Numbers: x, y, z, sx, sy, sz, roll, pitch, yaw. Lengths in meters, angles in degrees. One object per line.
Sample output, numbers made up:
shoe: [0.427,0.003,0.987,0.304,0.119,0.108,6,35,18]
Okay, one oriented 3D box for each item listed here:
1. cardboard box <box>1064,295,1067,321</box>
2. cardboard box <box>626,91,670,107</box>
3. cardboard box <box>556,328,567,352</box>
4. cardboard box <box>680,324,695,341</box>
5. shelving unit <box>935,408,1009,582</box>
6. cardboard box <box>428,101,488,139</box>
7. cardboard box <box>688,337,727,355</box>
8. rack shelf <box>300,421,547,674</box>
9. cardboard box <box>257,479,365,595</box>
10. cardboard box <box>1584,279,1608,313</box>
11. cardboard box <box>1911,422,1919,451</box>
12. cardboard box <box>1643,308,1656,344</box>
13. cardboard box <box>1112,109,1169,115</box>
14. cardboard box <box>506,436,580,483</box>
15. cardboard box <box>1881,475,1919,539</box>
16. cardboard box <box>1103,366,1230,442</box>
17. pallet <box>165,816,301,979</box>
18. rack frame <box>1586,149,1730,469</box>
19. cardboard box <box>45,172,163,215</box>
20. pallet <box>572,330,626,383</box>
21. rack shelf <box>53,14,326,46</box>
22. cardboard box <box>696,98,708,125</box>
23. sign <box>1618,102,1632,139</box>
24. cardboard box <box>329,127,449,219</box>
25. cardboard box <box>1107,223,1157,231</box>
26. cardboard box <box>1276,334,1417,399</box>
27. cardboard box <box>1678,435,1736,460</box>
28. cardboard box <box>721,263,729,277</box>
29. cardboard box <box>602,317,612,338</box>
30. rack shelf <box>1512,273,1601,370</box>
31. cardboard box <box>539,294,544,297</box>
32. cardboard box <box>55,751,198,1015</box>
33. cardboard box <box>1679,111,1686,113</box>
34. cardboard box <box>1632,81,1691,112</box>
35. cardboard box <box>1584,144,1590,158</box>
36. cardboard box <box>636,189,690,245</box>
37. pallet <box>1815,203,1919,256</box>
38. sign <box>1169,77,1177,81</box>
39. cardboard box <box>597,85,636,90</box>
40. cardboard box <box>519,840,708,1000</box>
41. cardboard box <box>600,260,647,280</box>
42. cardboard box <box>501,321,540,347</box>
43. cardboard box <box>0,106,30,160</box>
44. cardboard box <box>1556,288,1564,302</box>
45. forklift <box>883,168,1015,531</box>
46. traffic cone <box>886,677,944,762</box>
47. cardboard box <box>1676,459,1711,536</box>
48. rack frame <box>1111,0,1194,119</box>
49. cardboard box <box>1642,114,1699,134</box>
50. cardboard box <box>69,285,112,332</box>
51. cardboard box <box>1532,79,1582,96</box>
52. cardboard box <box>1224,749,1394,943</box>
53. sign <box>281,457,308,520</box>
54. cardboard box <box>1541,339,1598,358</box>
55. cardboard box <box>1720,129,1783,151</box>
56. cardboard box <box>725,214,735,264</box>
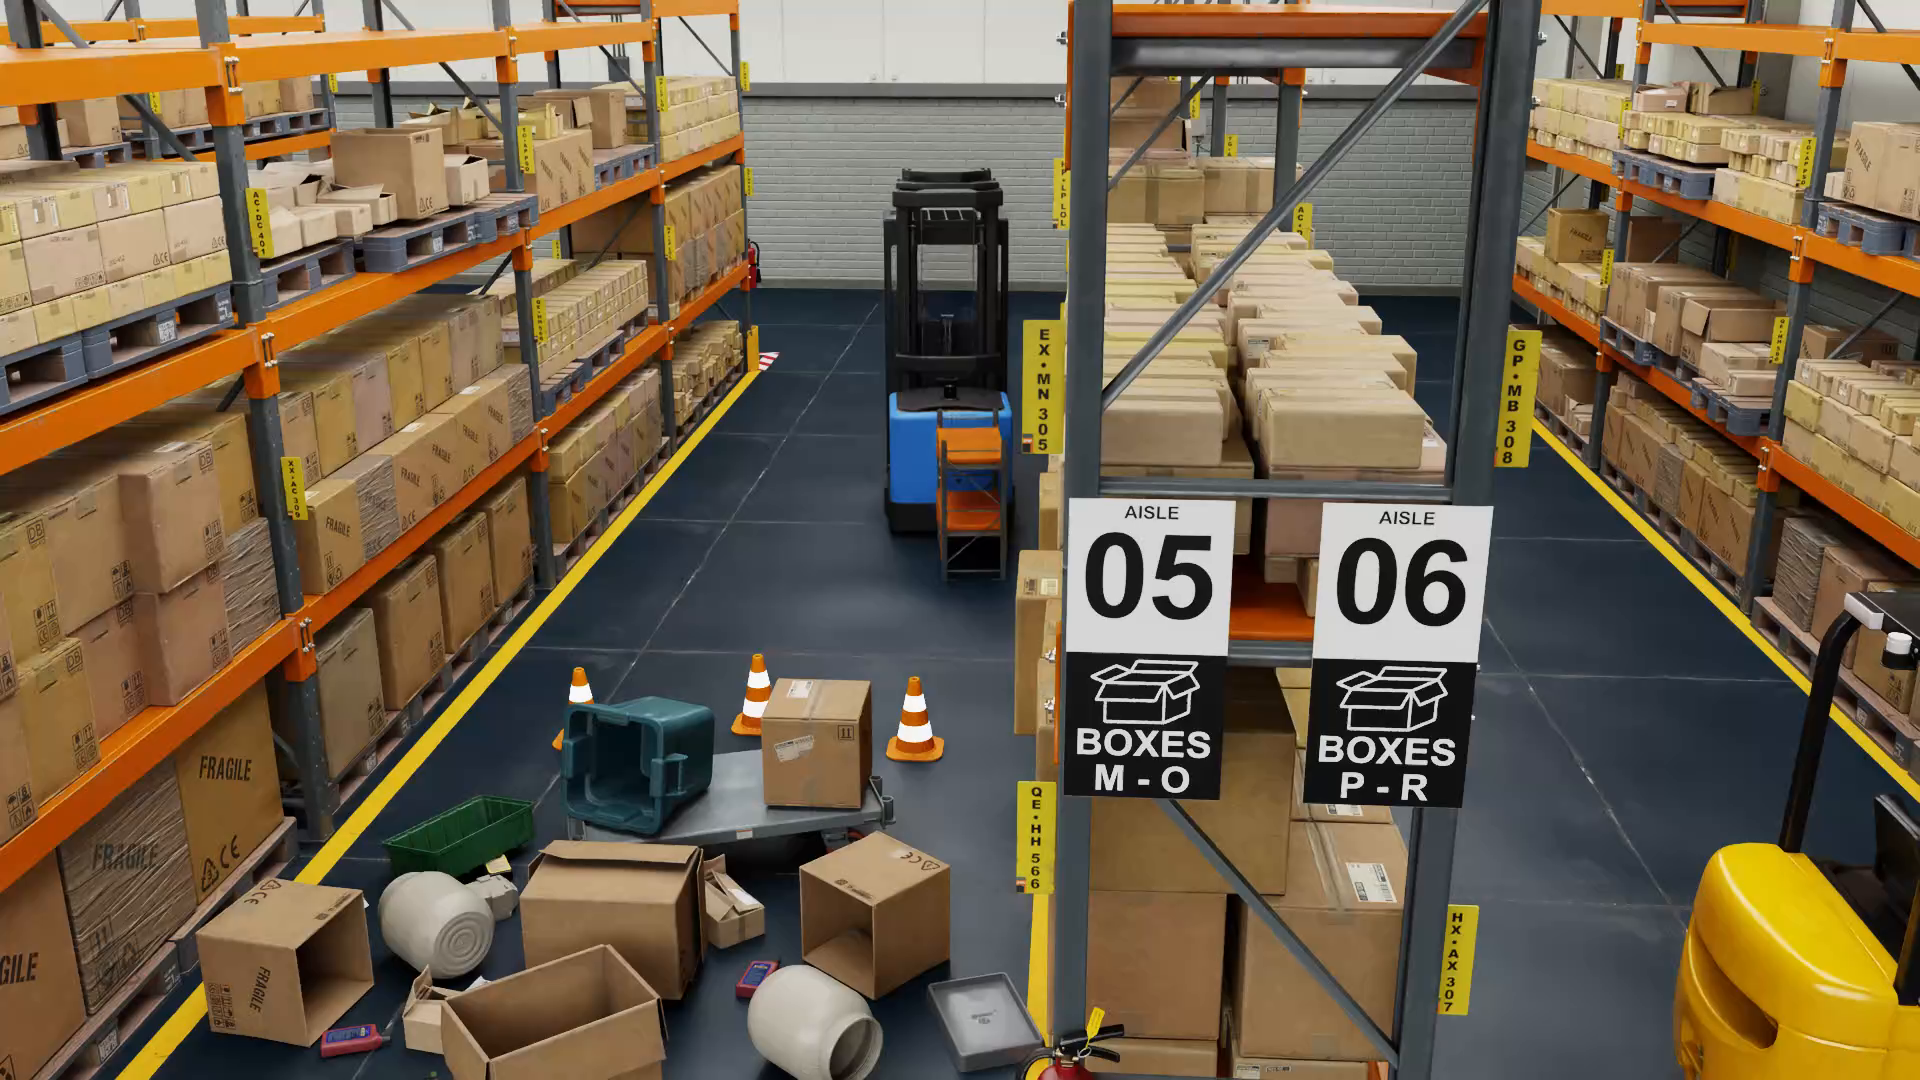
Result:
cardboard box: [0.657,-0.791,6.467,0.500,0.250,0.500,1,18,4]
cardboard box: [-3.018,-4.256,16.074,0.380,0.149,0.250,1,18,2]
cardboard box: [-3.351,-1.598,13.233,0.380,0.149,0.250,1,18,2]
cardboard box: [-3.322,-2.432,19.477,0.380,0.149,0.250,2,18,5]
shelving unit: [0.085,-0.377,13.267,0.538,1.125,1.048,-1,18,-2]
cardboard box: [-3.828,-3.191,12.638,0.396,0.266,0.258,1,18,4]
cardboard box: [-2.844,-2.182,18.713,0.380,0.149,0.250,2,18,6]
rack shelf: [-3.763,-0.100,10.567,1.077,0.370,4.000,1,18,4]
cardboard box: [-3.600,-0.026,9.024,0.500,0.500,0.500,1,18,5]
cardboard box: [6.356,-2.351,16.043,0.500,0.250,0.500,2,18,5]
cardboard box: [5.796,-0.581,9.676,0.380,0.149,0.250,1,18,2]
cardboard box: [6.081,-1.830,14.231,0.396,0.266,0.258,2,18,7]
cardboard box: [1.206,-2.969,12.513,0.700,0.500,0.500,0,18,1]
cardboard box: [-3.329,-0.640,13.195,0.500,0.250,0.500,0,18,1]
cardboard box: [5.891,-0.194,9.938,0.500,0.250,0.500,2,18,6]
cardboard box: [0.538,-0.376,4.557,0.380,0.149,0.250,2,18,5]
pallet: [-4.039,1.738,8.279,1.003,0.211,1.213,1,18,4]
rack frame: [6.563,-2.117,15.566,1.000,3.000,0.127,1,18,4]
cardboard box: [-3.651,-1.476,7.081,0.380,0.149,0.250,1,18,4]
pallet: [-3.518,-1.588,14.260,1.003,0.211,1.213,1,18,4]
rack shelf: [-8.129,-5.388,17.712,1.077,0.370,4.000,1,18,4]
cardboard box: [-2.948,-4.517,17.511,0.500,0.250,0.500,0,18,2]
sign: [6.021,-3.798,15.049,0.100,0.325,0.005,1,18,4]
cardboard box: [-3.465,-2.237,10.121,0.500,0.500,0.500,1,18,4]
cardboard box: [0.690,-1.336,7.490,0.380,0.149,0.250,1,18,3]
cardboard box: [1.154,-0.522,5.003,0.380,0.149,0.250,1,18,4]
cardboard box: [6.182,-0.765,13.738,0.380,0.149,0.250,0,18,1]
cardboard box: [-2.841,-3.087,18.929,0.380,0.149,0.250,2,18,5]
cardboard box: [-3.254,-1.853,14.491,0.380,0.149,0.250,2,18,6]
rack shelf: [6.706,-2.396,17.574,1.077,0.370,4.000,1,18,4]
cardboard box: [-3.890,-2.090,14.735,0.380,0.149,0.250,2,18,6]
cardboard box: [-4.082,1.463,7.379,0.875,0.875,0.875,1,18,4]
cardboard box: [6.882,-3.997,15.448,0.500,0.250,0.500,1,18,3]
cardboard box: [6.193,-3.923,14.685,0.396,0.266,0.258,1,18,3]
cardboard box: [6.413,-3.859,16.469,0.380,0.149,0.250,2,18,6]
cardboard box: [-3.035,-3.266,16.828,0.500,0.500,0.500,1,18,2]
pallet: [6.317,-1.998,10.688,1.213,0.211,1.003,2,18,6]
sign: [2.439,-5.261,19.050,0.100,0.325,0.005,1,18,4]
cardboard box: [-3.516,-4.592,17.102,0.380,0.149,0.250,1,18,4]
cardboard box: [-1.589,1.729,7.619,0.797,0.637,0.503,1,18,4]
cardboard box: [-3.167,-2.540,15.630,0.380,0.149,0.250,2,18,6]
cardboard box: [-3.393,-1.567,12.661,0.380,0.149,0.250,1,18,4]
cardboard box: [-8.434,-3.515,14.174,0.797,0.503,0.637,1,18,3]
cardboard box: [6.462,-2.581,17.386,0.380,0.149,0.250,1,18,4]
forklift: [-0.133,-1.876,14.942,1.130,2.935,3.031,-1,18,-2]
traffic cone: [-0.269,1.047,9.984,0.336,0.463,0.334,1,18,4]
cardboard box: [6.173,-0.340,13.484,0.500,0.500,0.500,2,18,6]
rack frame: [1.612,-5.077,14.967,1.000,3.000,0.127,1,18,4]
cardboard box: [6.095,-3.566,14.263,0.380,0.149,0.250,1,18,3]
cardboard box: [-3.686,-0.939,6.721,0.380,0.149,0.250,2,18,5]
cardboard box: [6.567,-4.960,18.386,0.500,0.250,0.500,1,18,3]
cardboard box: [1.096,1.010,5.386,0.500,0.500,0.500,2,18,6]
sign: [-3.353,-0.258,8.376,0.100,0.325,0.005,1,18,4]
cardboard box: [6.611,-1.919,18.301,0.700,0.500,0.500,2,18,6]
cardboard box: [6.099,-3.076,12.799,0.380,0.149,0.250,1,18,4]
cardboard box: [-2.864,-3.432,18.941,0.500,0.500,0.500,1,18,3]
